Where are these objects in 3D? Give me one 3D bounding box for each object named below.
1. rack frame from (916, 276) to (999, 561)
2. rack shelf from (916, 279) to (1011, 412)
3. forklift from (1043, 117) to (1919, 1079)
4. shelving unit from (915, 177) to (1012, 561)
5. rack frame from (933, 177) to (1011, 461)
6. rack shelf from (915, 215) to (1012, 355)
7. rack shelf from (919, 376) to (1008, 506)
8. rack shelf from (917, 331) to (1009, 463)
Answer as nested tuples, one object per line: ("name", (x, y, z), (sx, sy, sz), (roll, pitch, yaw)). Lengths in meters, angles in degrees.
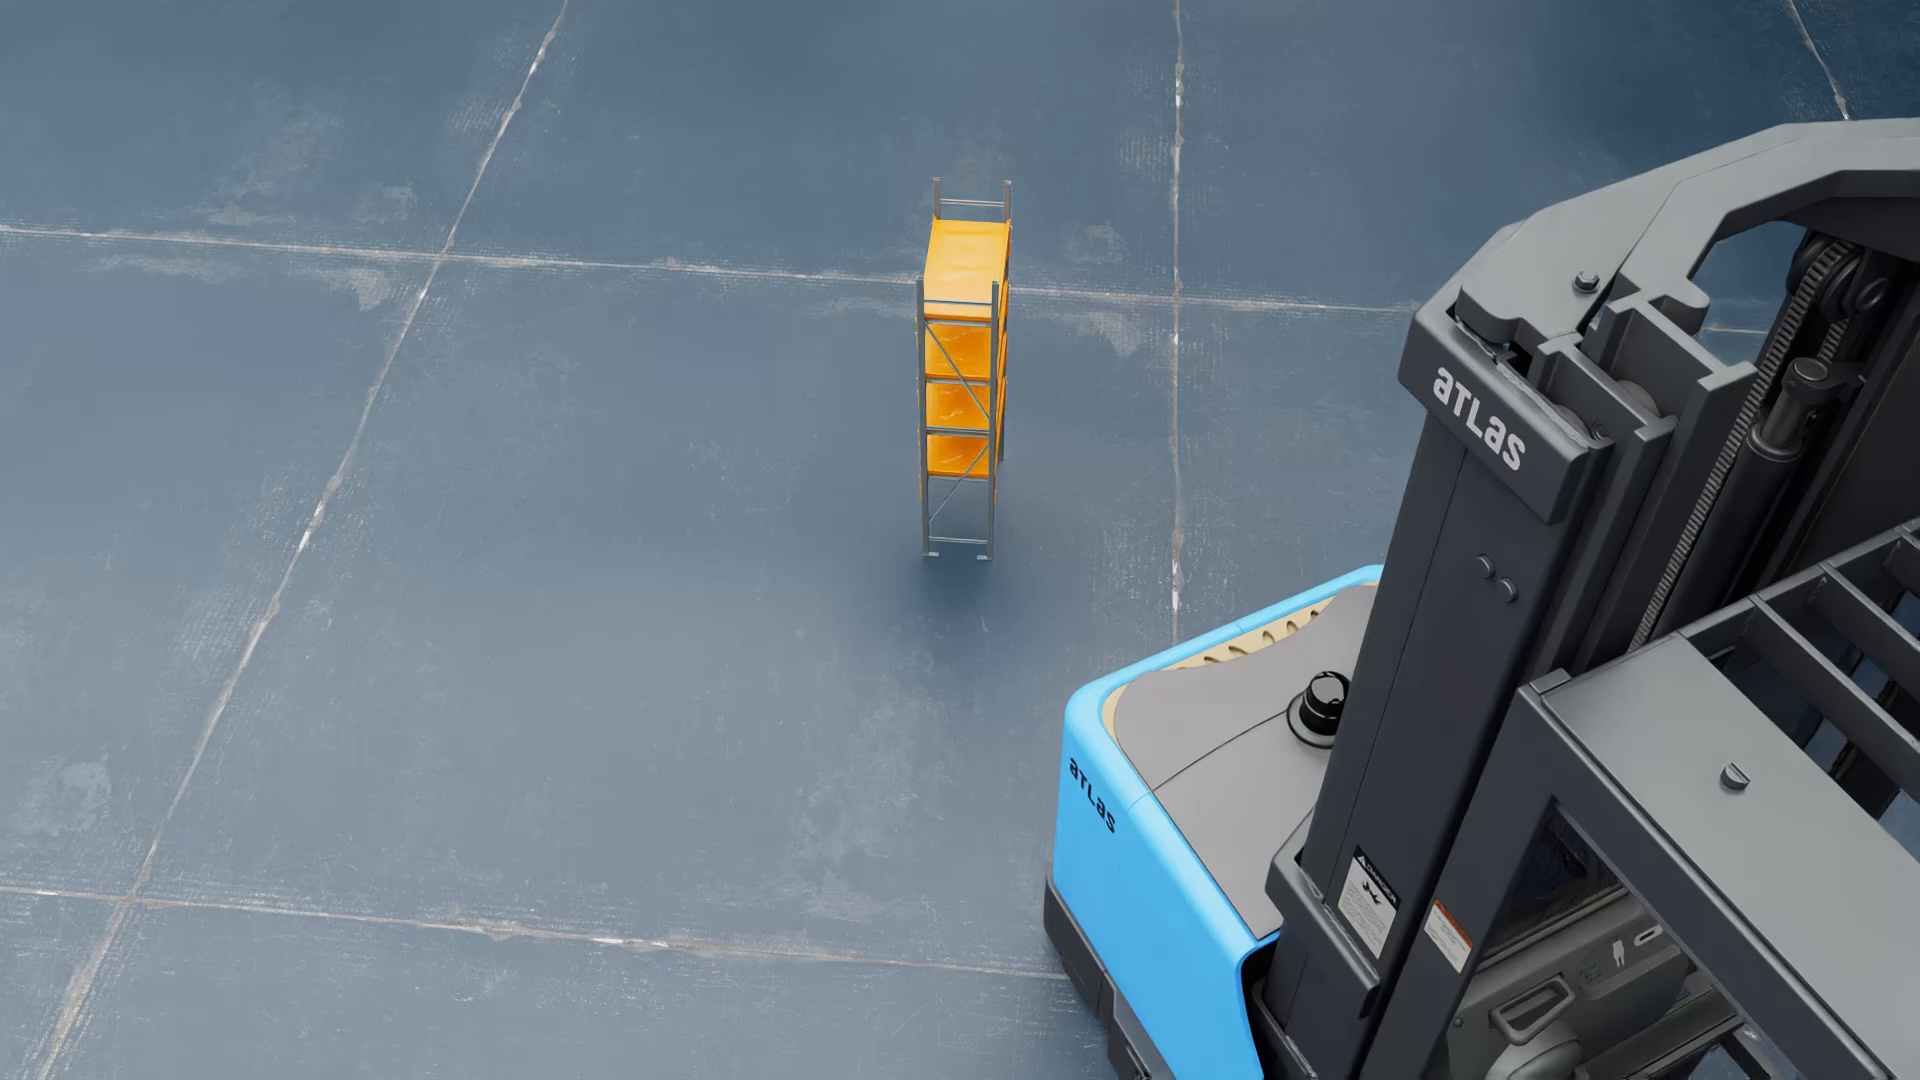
("rack frame", (-0.007, -0.347, 5.255), (0.240, 1.200, 0.015), (4, 48, 4))
("rack shelf", (0.015, -0.632, 5.303), (0.258, 0.148, 0.480), (4, 48, 4))
("forklift", (1.358, 0.906, 2.935), (1.130, 2.935, 3.031), (-21, 51, -18))
("shelving unit", (0.015, -0.527, 5.419), (0.258, 1.200, 0.503), (4, 48, 4))
("rack frame", (0.037, -0.706, 5.583), (0.240, 1.200, 0.015), (4, 48, 4))
("rack shelf", (0.015, -0.792, 5.129), (0.258, 0.148, 0.480), (4, 48, 4))
("rack shelf", (0.015, -0.347, 5.615), (0.258, 0.148, 0.480), (4, 48, 4))
("rack shelf", (0.015, -0.481, 5.468), (0.258, 0.148, 0.480), (4, 48, 4))
